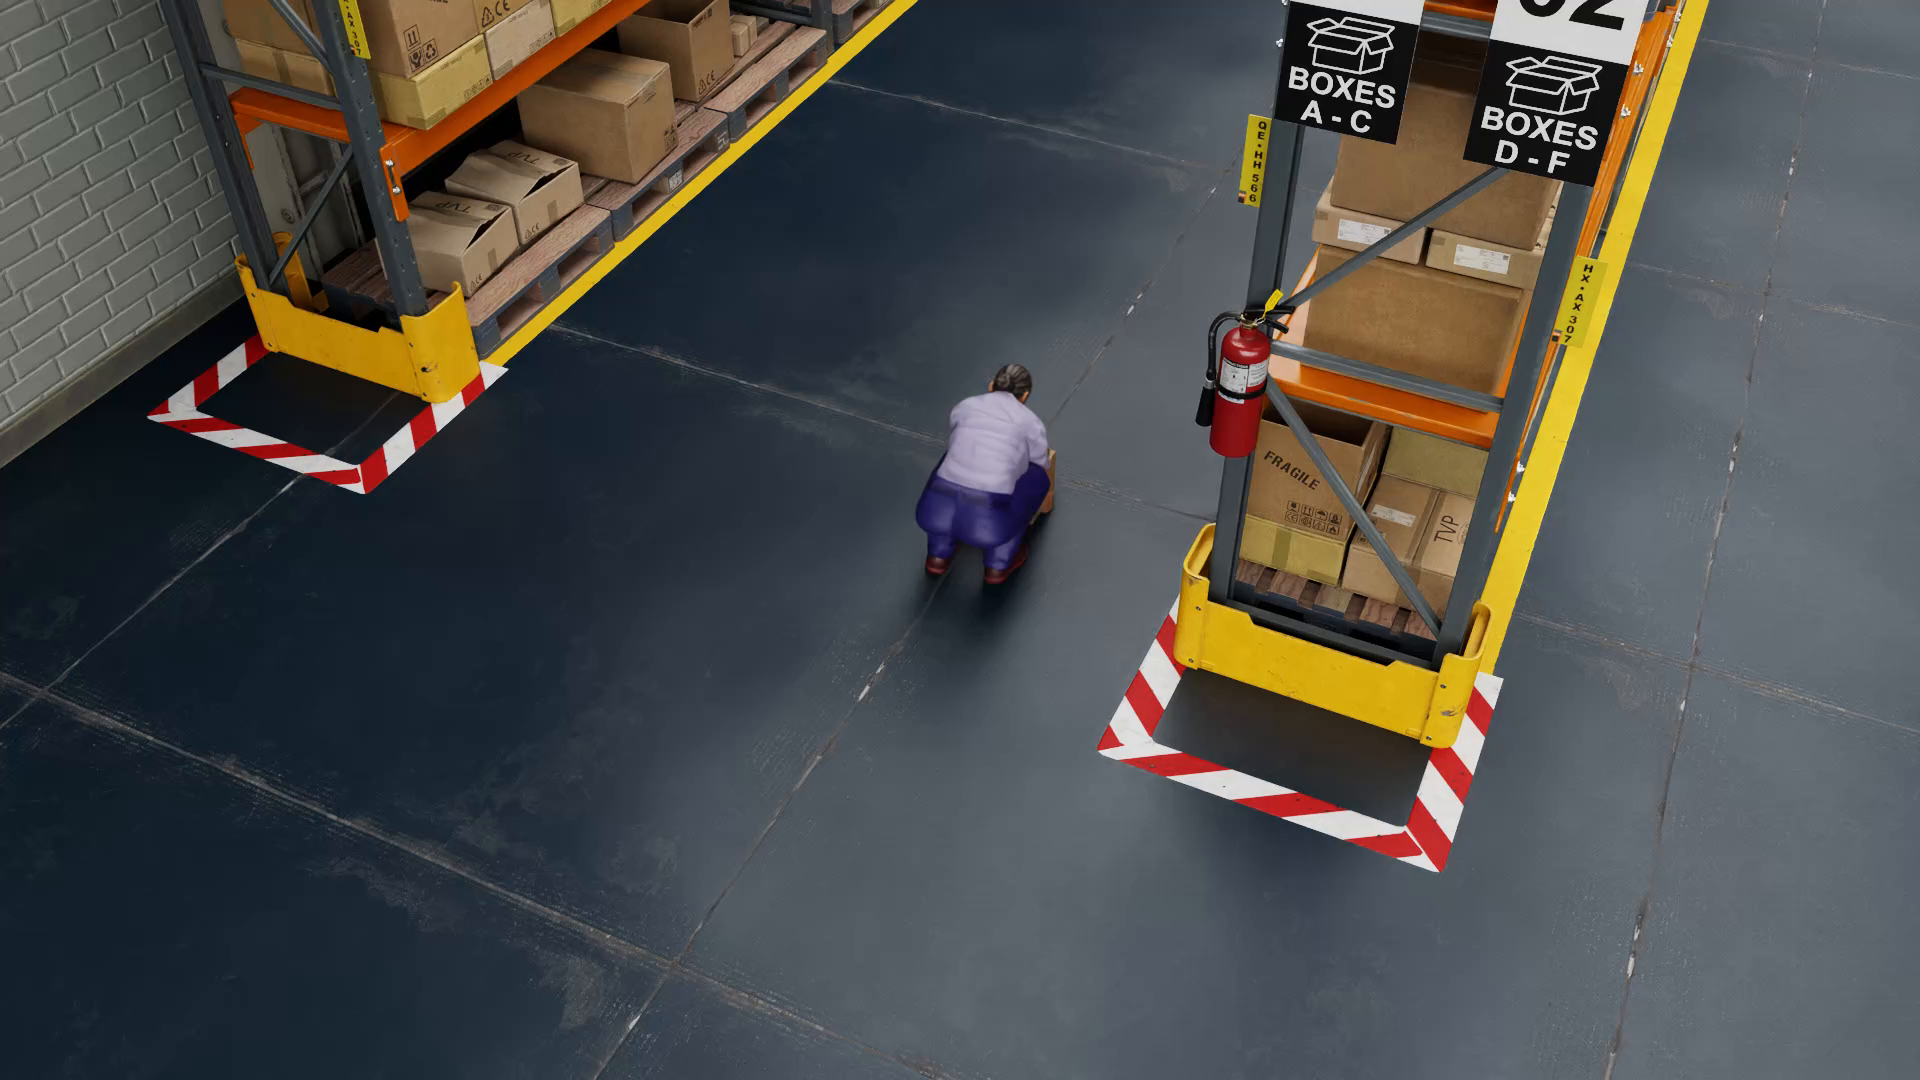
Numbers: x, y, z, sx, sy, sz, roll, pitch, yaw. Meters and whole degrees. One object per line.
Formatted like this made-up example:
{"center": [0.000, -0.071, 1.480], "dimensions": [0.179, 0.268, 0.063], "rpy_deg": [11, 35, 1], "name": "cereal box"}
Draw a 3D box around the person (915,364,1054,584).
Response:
{"center": [0.116, -0.245, 7.149], "dimensions": [0.507, 0.774, 0.870], "rpy_deg": [17, 45, 17], "name": "person"}
